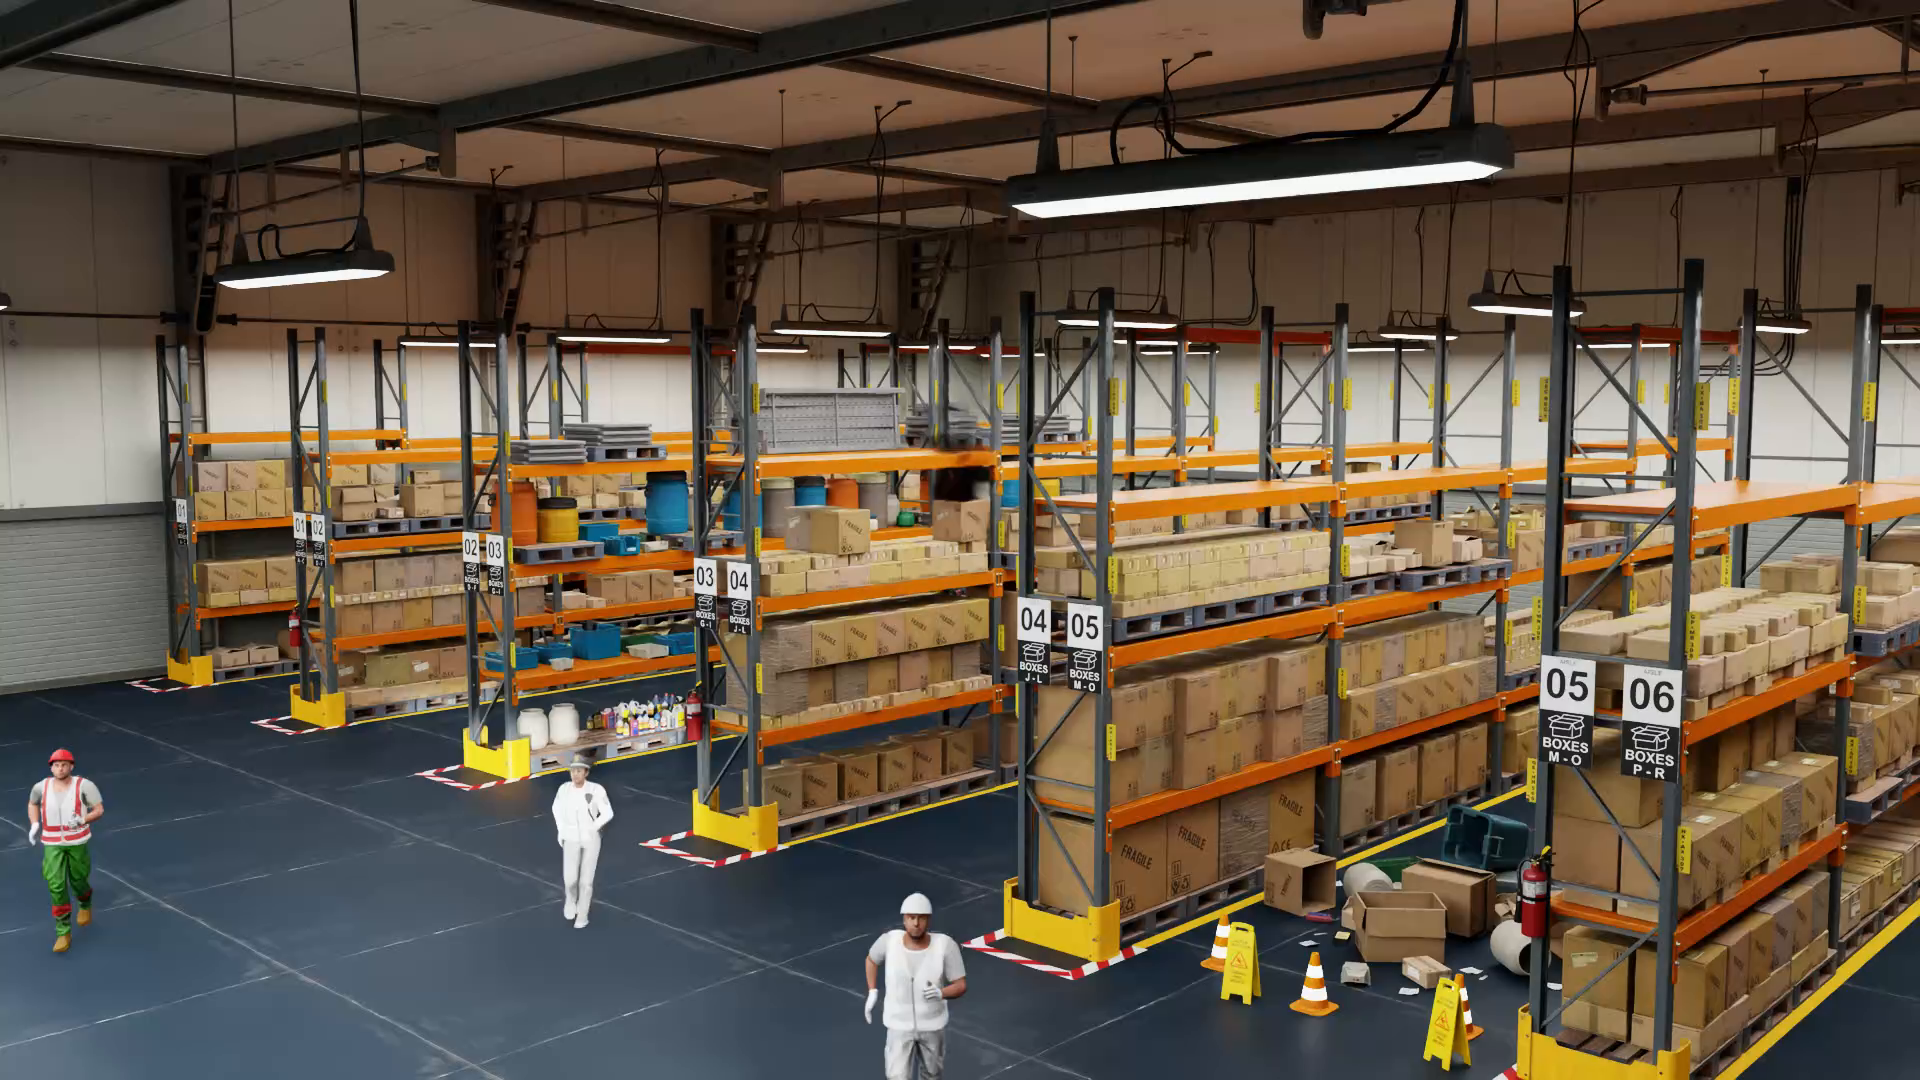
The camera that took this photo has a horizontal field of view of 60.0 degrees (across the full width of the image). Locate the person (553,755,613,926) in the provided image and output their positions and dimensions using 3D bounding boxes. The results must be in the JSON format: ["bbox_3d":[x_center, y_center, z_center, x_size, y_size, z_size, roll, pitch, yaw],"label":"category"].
[{"bbox_3d":[-3.590,2.857,15.761,0.598,1.666,0.542,0,5,-4],"label":"person"}]

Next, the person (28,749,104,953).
[{"bbox_3d":[-8.287,2.819,15.419,0.651,1.796,0.862,-2,6,-19],"label":"person"}]

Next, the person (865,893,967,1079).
[{"bbox_3d":[-0.292,3.233,10.994,0.672,1.829,0.853,0,5,-3],"label":"person"}]

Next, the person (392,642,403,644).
[{"bbox_3d":[-9.451,1.729,28.047,0.581,1.626,0.565,4,6,33],"label":"person"}]
